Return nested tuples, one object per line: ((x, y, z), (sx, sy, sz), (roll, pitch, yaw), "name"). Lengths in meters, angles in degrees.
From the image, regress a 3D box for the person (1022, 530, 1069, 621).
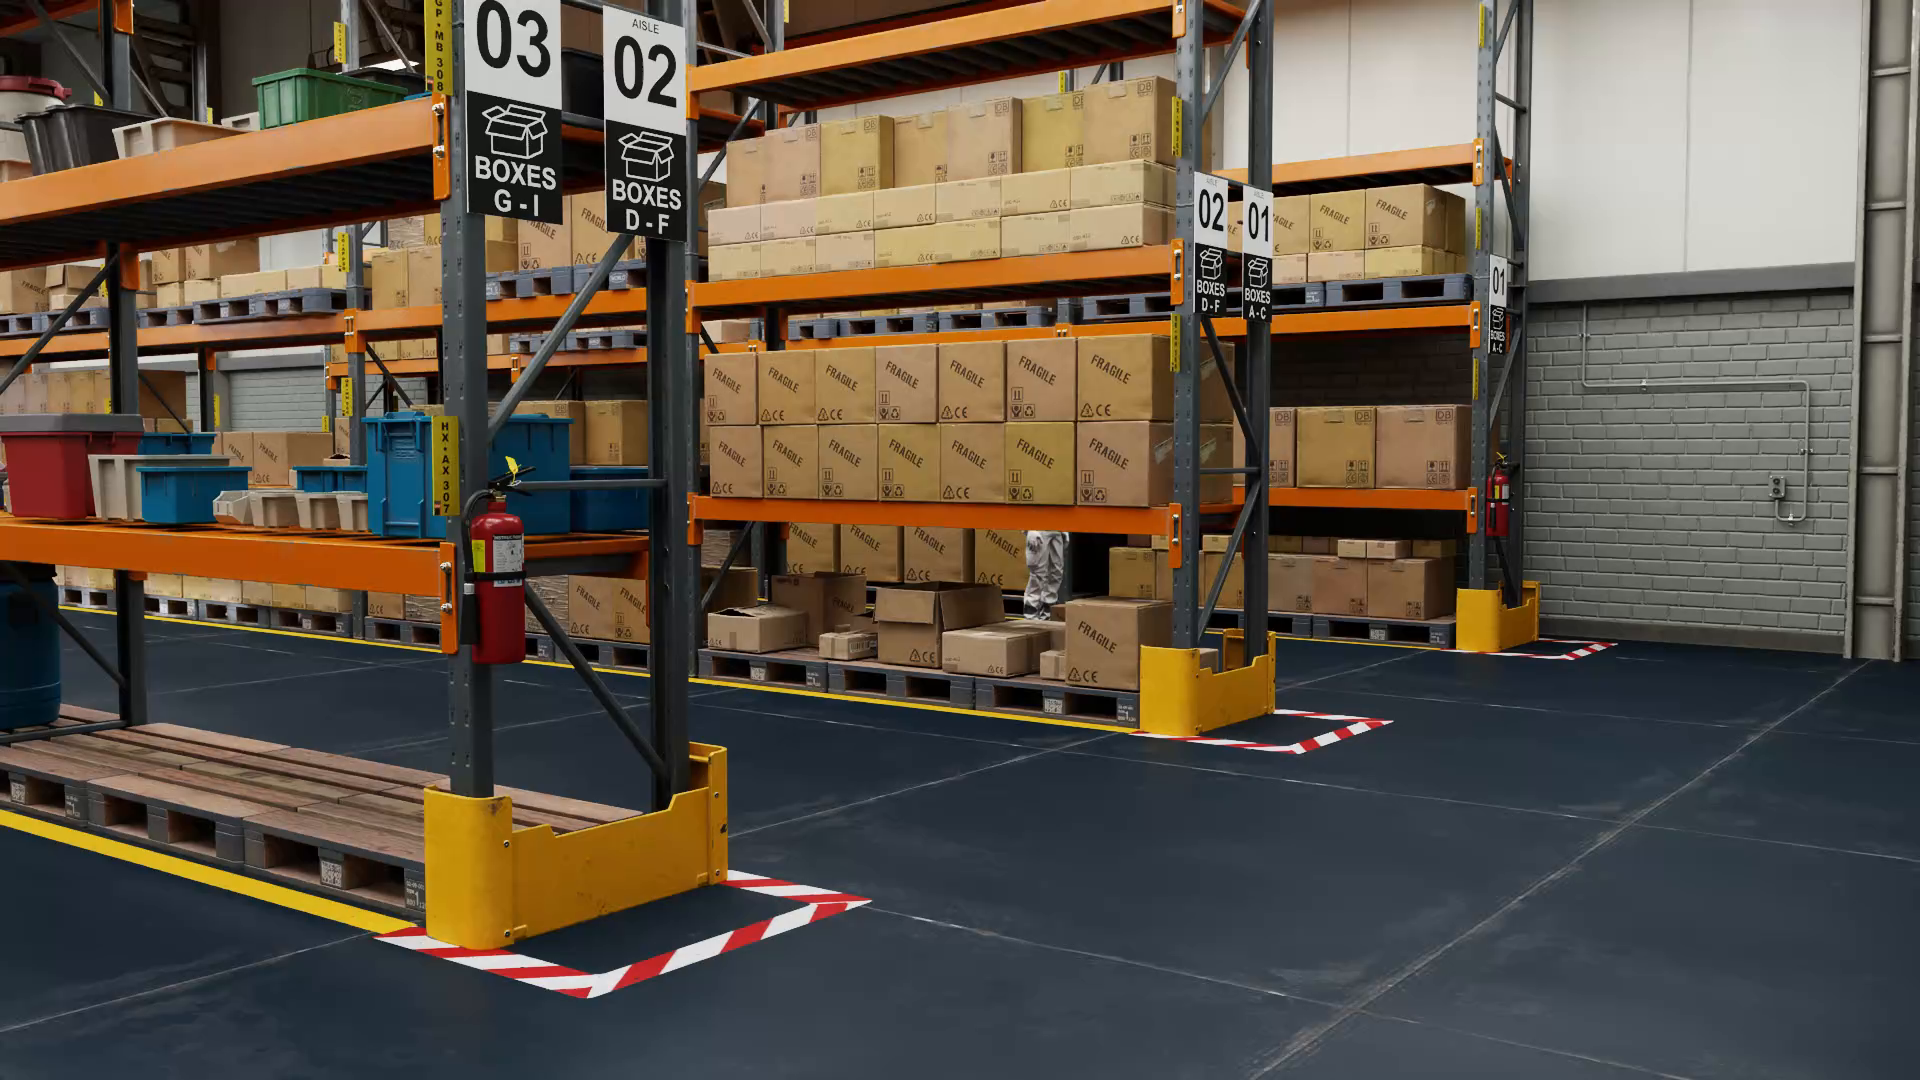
((0.774, -0.061, 14.828), (0.453, 1.779, 0.608), (2, 4, 36), "person")
